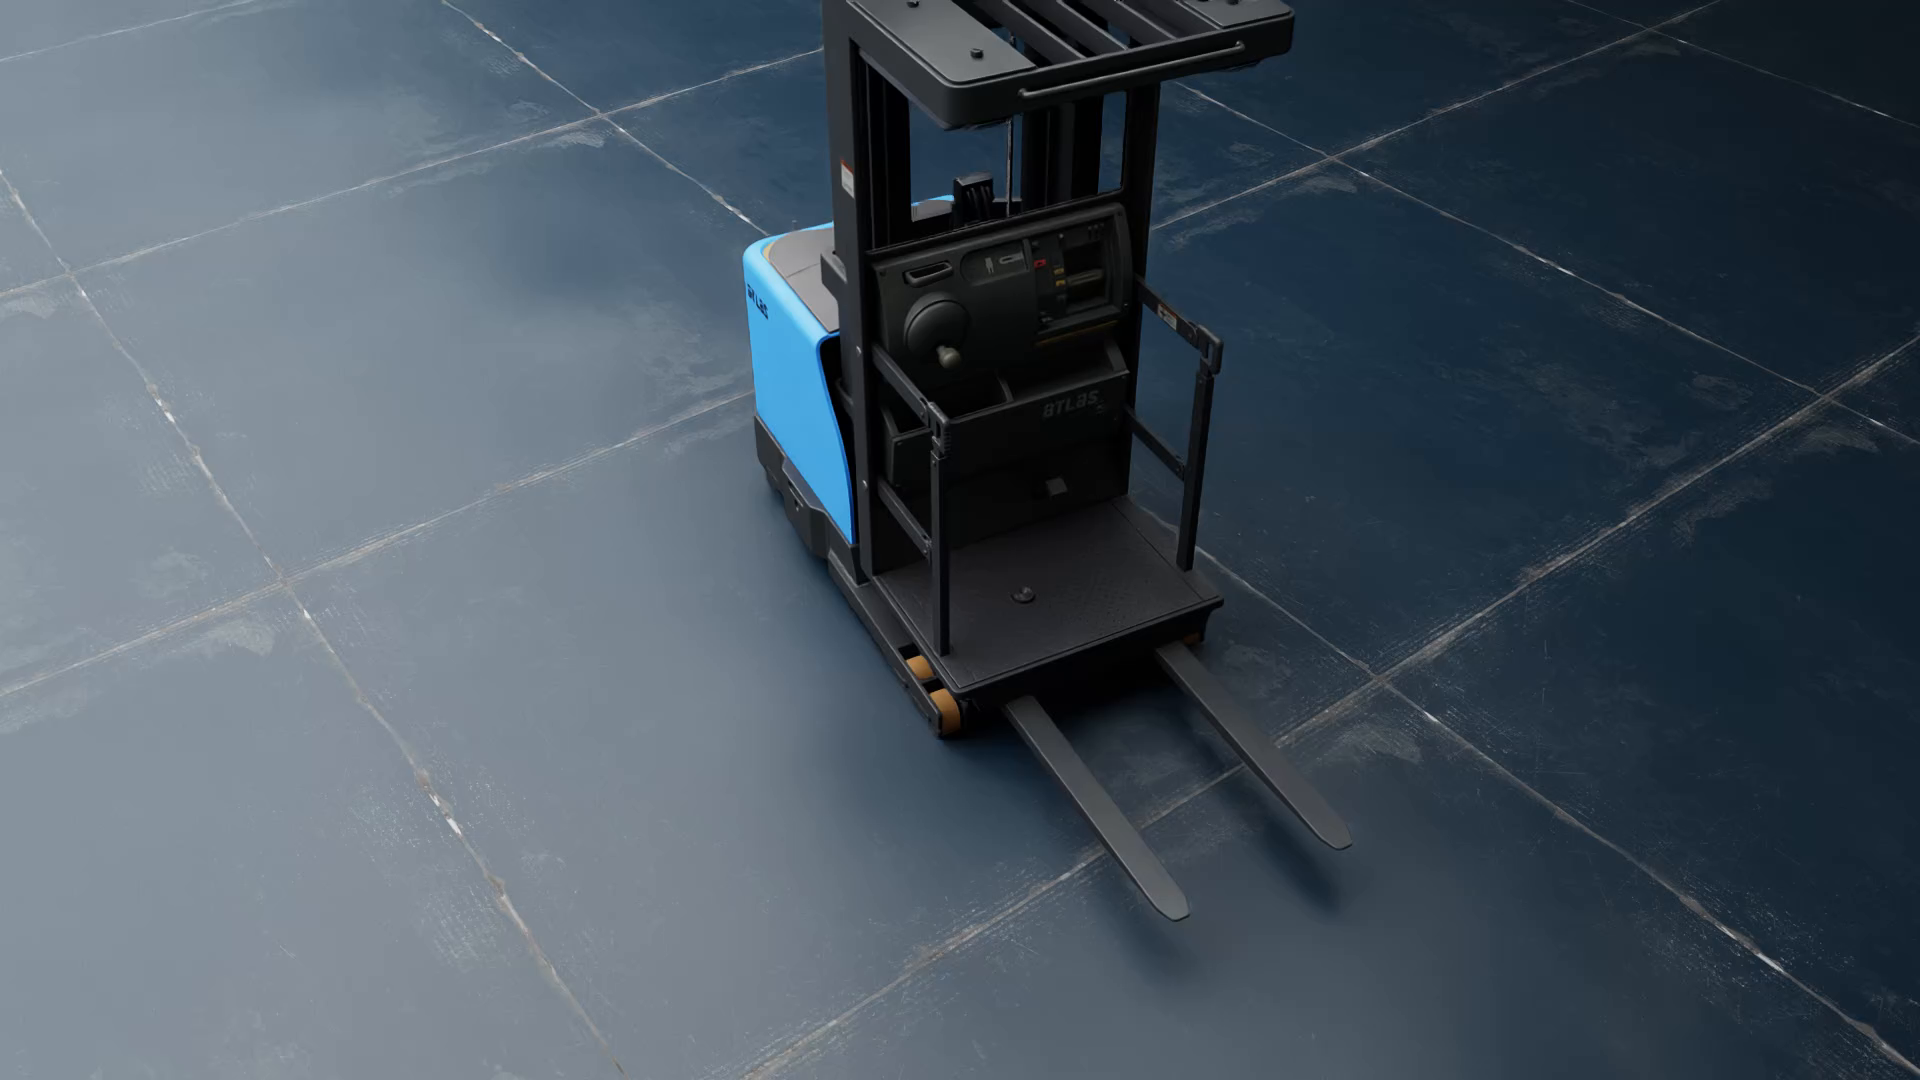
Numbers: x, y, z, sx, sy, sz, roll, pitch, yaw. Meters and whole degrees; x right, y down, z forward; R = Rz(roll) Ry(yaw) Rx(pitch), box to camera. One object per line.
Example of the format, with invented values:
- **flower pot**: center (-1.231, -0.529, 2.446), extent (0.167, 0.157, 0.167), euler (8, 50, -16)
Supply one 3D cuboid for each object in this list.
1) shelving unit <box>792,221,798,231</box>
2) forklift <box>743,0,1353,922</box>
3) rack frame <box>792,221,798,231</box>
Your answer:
- **shelving unit**: center (-0.639, -0.897, 7.134), extent (0.258, 0.900, 0.205), euler (18, 43, 20)
- **forklift**: center (0.256, -0.740, 5.392), extent (1.129, 2.867, 3.031), euler (-18, 43, -21)
- **rack frame**: center (-0.594, -0.953, 7.203), extent (0.240, 0.900, 0.006), euler (18, 43, 20)
